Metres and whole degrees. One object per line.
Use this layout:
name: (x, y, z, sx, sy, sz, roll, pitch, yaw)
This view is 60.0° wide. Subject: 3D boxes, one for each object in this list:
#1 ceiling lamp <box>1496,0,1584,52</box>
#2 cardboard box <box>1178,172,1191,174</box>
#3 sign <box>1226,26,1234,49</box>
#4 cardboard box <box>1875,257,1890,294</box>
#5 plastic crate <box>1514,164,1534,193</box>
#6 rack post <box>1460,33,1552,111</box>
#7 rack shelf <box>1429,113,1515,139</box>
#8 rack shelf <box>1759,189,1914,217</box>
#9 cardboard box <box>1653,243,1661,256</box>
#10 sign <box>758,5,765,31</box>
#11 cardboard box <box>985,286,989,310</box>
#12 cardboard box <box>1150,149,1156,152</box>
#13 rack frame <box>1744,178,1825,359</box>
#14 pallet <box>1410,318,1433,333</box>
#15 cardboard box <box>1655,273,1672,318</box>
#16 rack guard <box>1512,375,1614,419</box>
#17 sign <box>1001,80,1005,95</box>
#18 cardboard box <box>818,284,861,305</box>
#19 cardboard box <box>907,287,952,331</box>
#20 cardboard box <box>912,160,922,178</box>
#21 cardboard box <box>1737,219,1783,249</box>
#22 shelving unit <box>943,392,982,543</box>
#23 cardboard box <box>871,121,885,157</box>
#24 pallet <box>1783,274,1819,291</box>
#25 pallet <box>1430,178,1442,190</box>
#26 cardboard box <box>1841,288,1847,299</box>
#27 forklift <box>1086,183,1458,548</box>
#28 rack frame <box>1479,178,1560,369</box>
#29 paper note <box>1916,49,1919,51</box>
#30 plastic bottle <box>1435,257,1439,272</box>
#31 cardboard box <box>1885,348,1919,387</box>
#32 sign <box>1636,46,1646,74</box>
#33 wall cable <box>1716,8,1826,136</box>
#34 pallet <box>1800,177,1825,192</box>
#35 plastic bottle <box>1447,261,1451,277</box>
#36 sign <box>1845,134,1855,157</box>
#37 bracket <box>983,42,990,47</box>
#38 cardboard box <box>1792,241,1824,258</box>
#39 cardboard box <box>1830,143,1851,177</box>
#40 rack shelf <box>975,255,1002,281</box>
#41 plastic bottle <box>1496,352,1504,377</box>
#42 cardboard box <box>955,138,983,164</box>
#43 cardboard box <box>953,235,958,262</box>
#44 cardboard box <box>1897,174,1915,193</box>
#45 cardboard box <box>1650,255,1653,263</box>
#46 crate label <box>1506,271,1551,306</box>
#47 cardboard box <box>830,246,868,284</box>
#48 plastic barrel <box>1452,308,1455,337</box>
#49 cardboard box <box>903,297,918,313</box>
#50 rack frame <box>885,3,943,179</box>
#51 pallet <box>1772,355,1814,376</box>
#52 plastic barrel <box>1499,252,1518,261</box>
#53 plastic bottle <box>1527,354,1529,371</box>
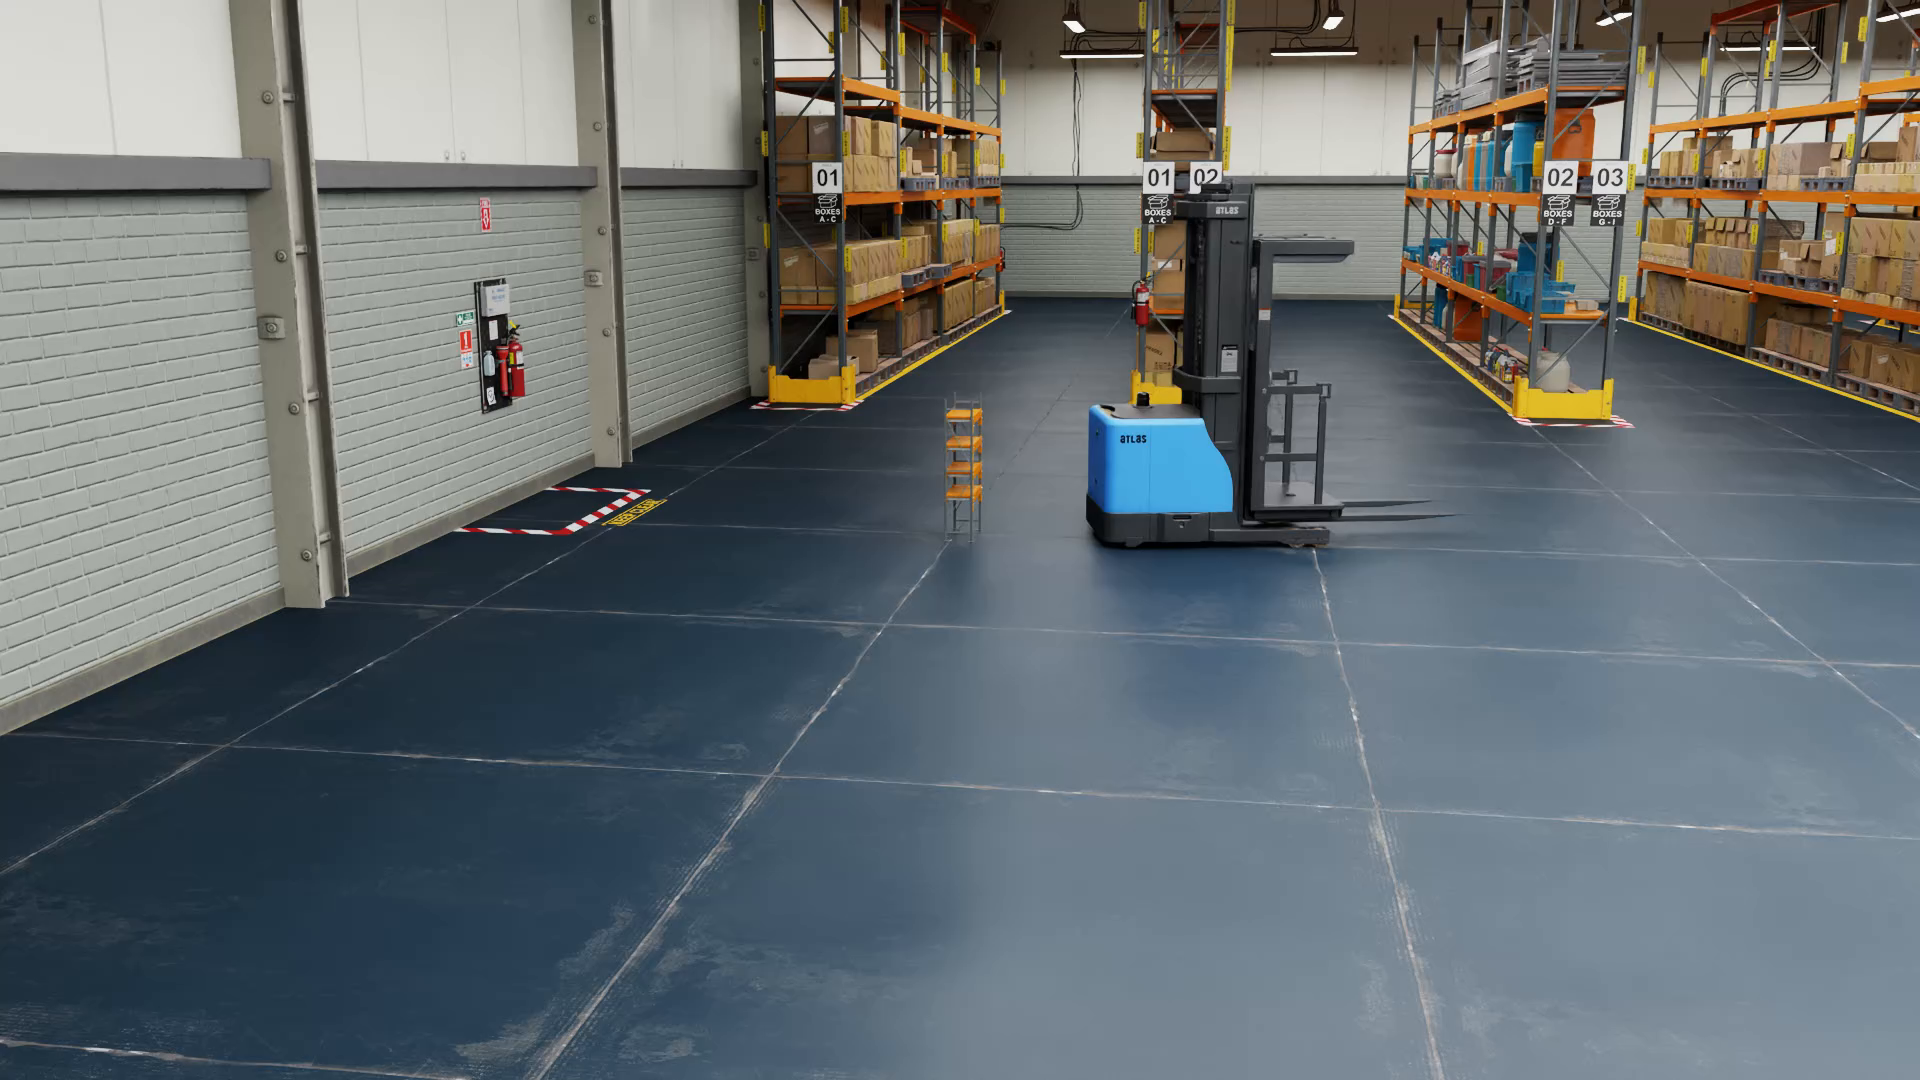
ceiling lamp: (13.109, -12.627, 37.367, 2.000, 3.185, 0.800, 2, 12, 9)
cardboard box: (3.572, -5.753, 25.807, 0.500, 0.250, 0.500, 3, 13, 15)
sign: (4.013, -7.470, 24.703, 0.100, 0.325, 0.005, 2, 12, 9)
cardboard box: (13.037, -3.597, 22.622, 0.875, 0.500, 0.500, 2, 12, 9)
plastic crate: (7.742, -4.898, 22.519, 0.392, 0.384, 0.575, 2, 12, 9)
rack post: (8.580, -7.308, 26.071, 1.013, 1.000, 3.121, 2, 12, 9)
rack shelf: (9.285, -7.500, 30.091, 1.077, 0.370, 4.000, 2, 12, 9)
rack shelf: (13.564, -5.236, 25.756, 1.077, 0.370, 4.000, 2, 12, 9)
cardboard box: (14.607, -5.971, 34.229, 0.500, 0.250, 0.500, 1, 12, 7)
sign: (-2.588, -6.843, 21.791, 0.100, 0.325, 0.005, 2, 12, 9)
cardboard box: (0.256, -5.310, 36.449, 0.700, 0.500, 0.500, 1, 12, 7)
cardboard box: (2.855, -5.254, 23.017, 0.500, 0.311, 0.500, 3, 13, 15)
rack frame: (13.871, -4.538, 27.928, 1.000, 3.000, 0.127, 2, 12, 9)
pallet: (9.667, -4.322, 33.547, 1.003, 0.211, 1.213, 2, 12, 9)
cardboard box: (14.942, -5.044, 34.326, 0.875, 0.875, 0.875, 2, 12, 9)
rack guard: (7.712, -1.828, 21.289, 1.175, 0.500, 0.348, 2, 12, 9)
sign: (0.952, -10.092, 37.056, 0.100, 0.325, 0.005, 2, 12, 9)
cardboard box: (-1.654, -3.381, 22.872, 0.500, 0.250, 0.500, 2, 12, 7)
cardboard box: (-0.569, -4.322, 31.035, 0.750, 0.750, 0.750, 2, 12, 8)
cardboard box: (-1.103, -6.279, 28.595, 0.797, 0.503, 0.637, 4, 13, 17)
cardboard box: (14.103, -5.364, 29.145, 0.797, 0.503, 0.637, 2, 12, 10)
shelving unit: (0.025, -0.621, 14.027, 0.258, 1.200, 0.503, 2, 12, 9)
cardboard box: (-1.380, -5.864, 24.303, 0.500, 0.500, 0.500, 1, 12, 7)
pallet: (13.607, -4.030, 26.030, 1.003, 0.211, 1.213, 2, 12, 9)
pallet: (9.568, -6.738, 31.469, 1.213, 0.211, 1.003, 2, 12, 9)
cardboard box: (12.926, -3.547, 23.929, 0.380, 0.149, 0.250, 2, 12, 9)
forklift: (2.639, -1.476, 13.884, 3.031, 2.935, 1.130, -1, 12, -4)
rack frame: (8.362, -3.865, 24.809, 1.000, 3.000, 0.127, 2, 12, 9)
paper note: (19.449, -9.955, 33.766, 0.001, 0.032, 0.123, 2, 12, 9)
plastic bottle: (8.967, -5.145, 31.042, 0.152, 0.276, 0.135, 2, 12, 9)
cardboard box: (13.056, -2.355, 22.738, 0.500, 0.500, 0.500, 1, 12, 4)
sign: (8.290, -5.844, 20.249, 0.100, 0.325, 0.005, 2, 12, 9)
wall cable: (19.377, -11.774, 39.628, 2.277, 5.999, 0.120, 2, 12, 9)
pallet: (13.613, -5.420, 25.351, 1.213, 0.211, 1.003, 2, 12, 9)
plastic bottle: (8.653, -4.787, 29.363, 0.061, 0.283, 0.133, 2, 12, 9)
sign: (12.707, -5.634, 23.733, 0.100, 0.325, 0.005, 2, 12, 9)
bracket: (0.667, -12.412, 41.683, 0.076, 0.066, 3.189, 2, 12, 9)
cardboard box: (13.841, -4.559, 26.792, 0.700, 0.500, 0.500, 4, 13, 17)
cardboard box: (13.570, -5.718, 25.043, 0.797, 0.503, 0.637, 2, 12, 11)
rack shelf: (0.111, -5.916, 36.034, 1.077, 0.370, 4.000, 2, 12, 9)
plastic bottle: (7.733, -2.503, 23.732, 0.144, 0.351, 0.185, 2, 12, 8)
cardboard box: (0.190, -8.005, 34.239, 0.500, 0.500, 0.500, 2, 12, 8)
cardboard box: (-0.317, -5.528, 31.533, 0.500, 0.500, 0.500, 2, 12, 8)
cardboard box: (12.697, -4.689, 21.868, 0.500, 0.250, 0.500, 2, 12, 8)
cardboard box: (14.605, -5.856, 34.642, 0.380, 0.149, 0.250, 2, 12, 8)
crate label: (7.763, -3.442, 22.760, 0.502, 0.435, 0.616, 2, 12, 9)
cardboard box: (-1.586, -3.849, 23.262, 0.500, 0.500, 0.500, 2, 12, 9)
plastic barrel: (9.034, -3.910, 29.925, 0.421, 0.512, 0.421, 0, 12, 0)
cardboard box: (-1.021, -4.111, 29.056, 0.500, 0.250, 0.500, 2, 12, 10)
rack frame: (-0.812, -7.952, 29.531, 1.000, 3.000, 0.127, 2, 12, 9)
pallet: (13.559, -2.759, 26.293, 1.003, 0.211, 1.213, 2, 12, 9)
plastic barrel: (8.905, -4.367, 26.813, 0.433, 0.535, 0.433, 0, 12, 0)
plastic bottle: (8.405, -2.647, 24.398, 0.144, 0.351, 0.185, 2, 12, 9)
